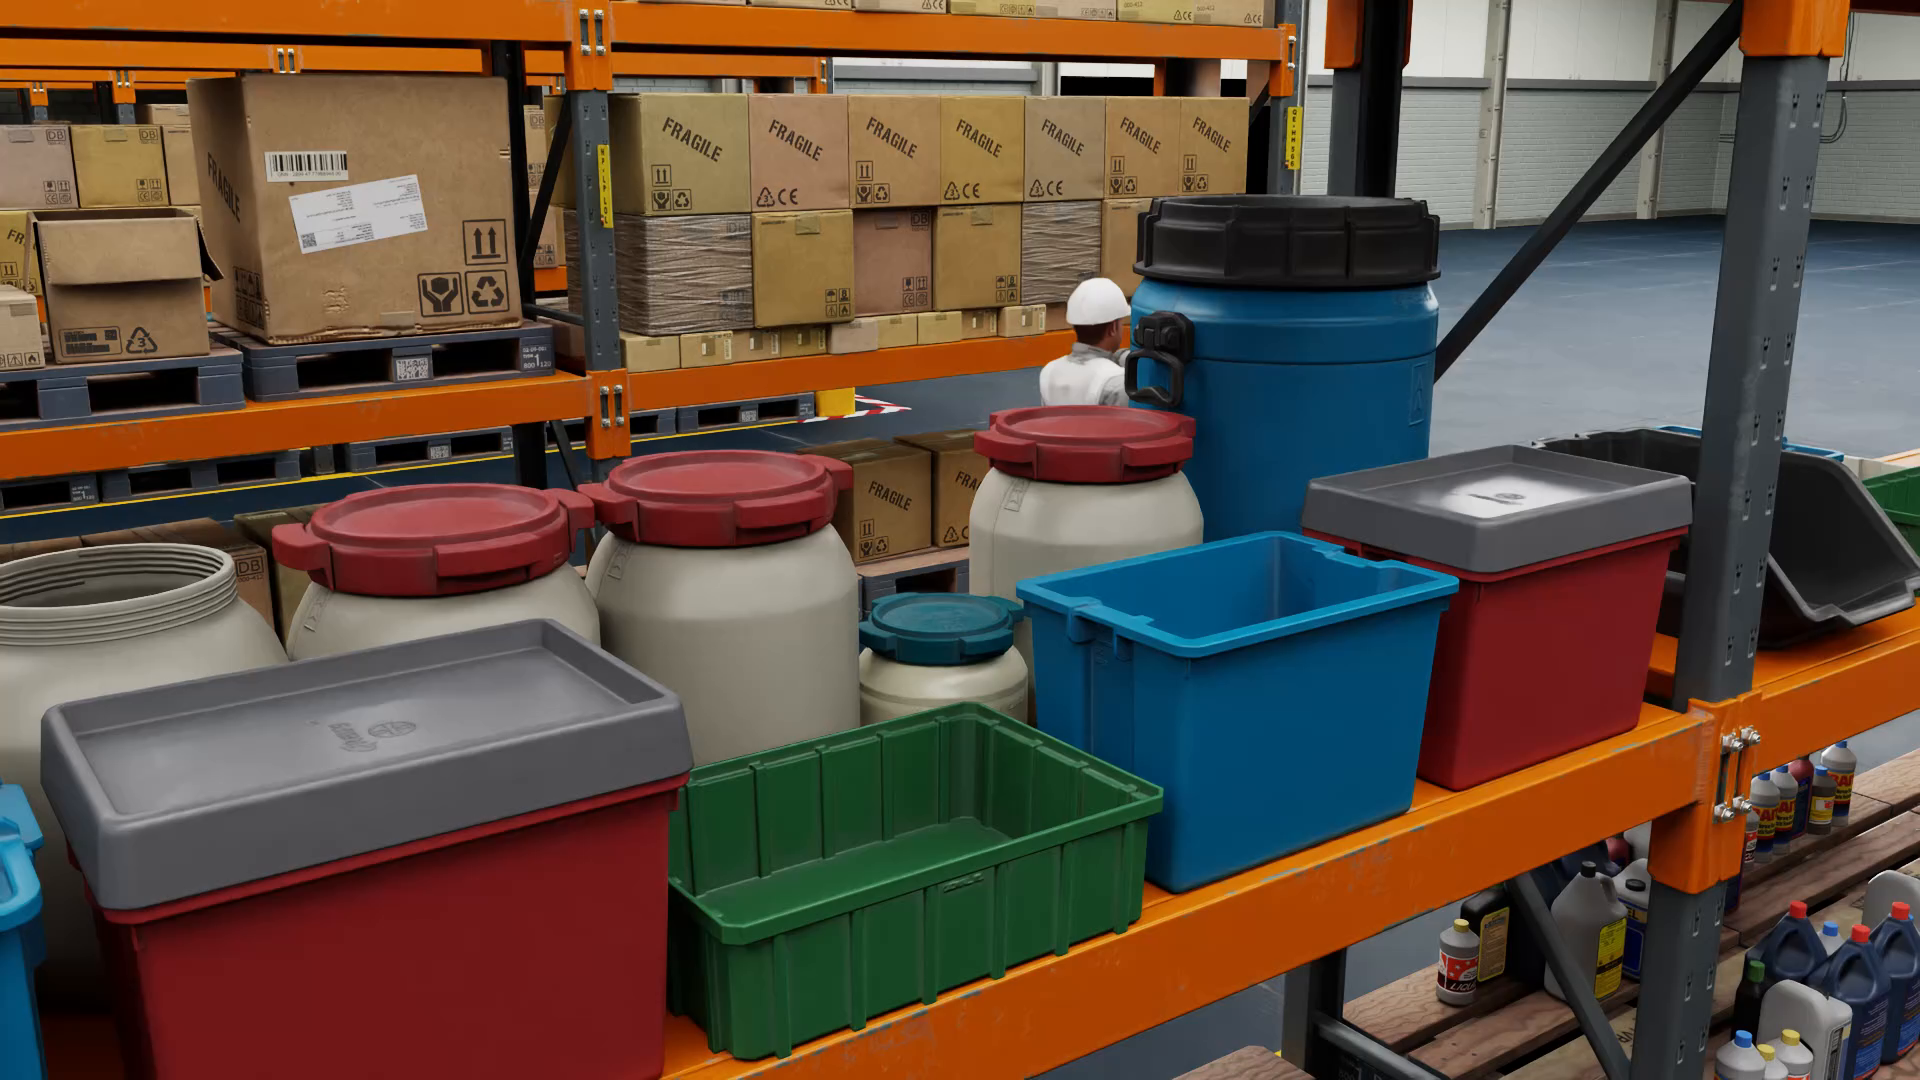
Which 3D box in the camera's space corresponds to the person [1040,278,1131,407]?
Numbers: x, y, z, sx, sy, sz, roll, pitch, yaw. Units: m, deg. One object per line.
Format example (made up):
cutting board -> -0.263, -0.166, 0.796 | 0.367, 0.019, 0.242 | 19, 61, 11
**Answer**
person -> 0.553, -0.123, 6.434 | 0.439, 1.772, 0.540 | -10, 17, -34
